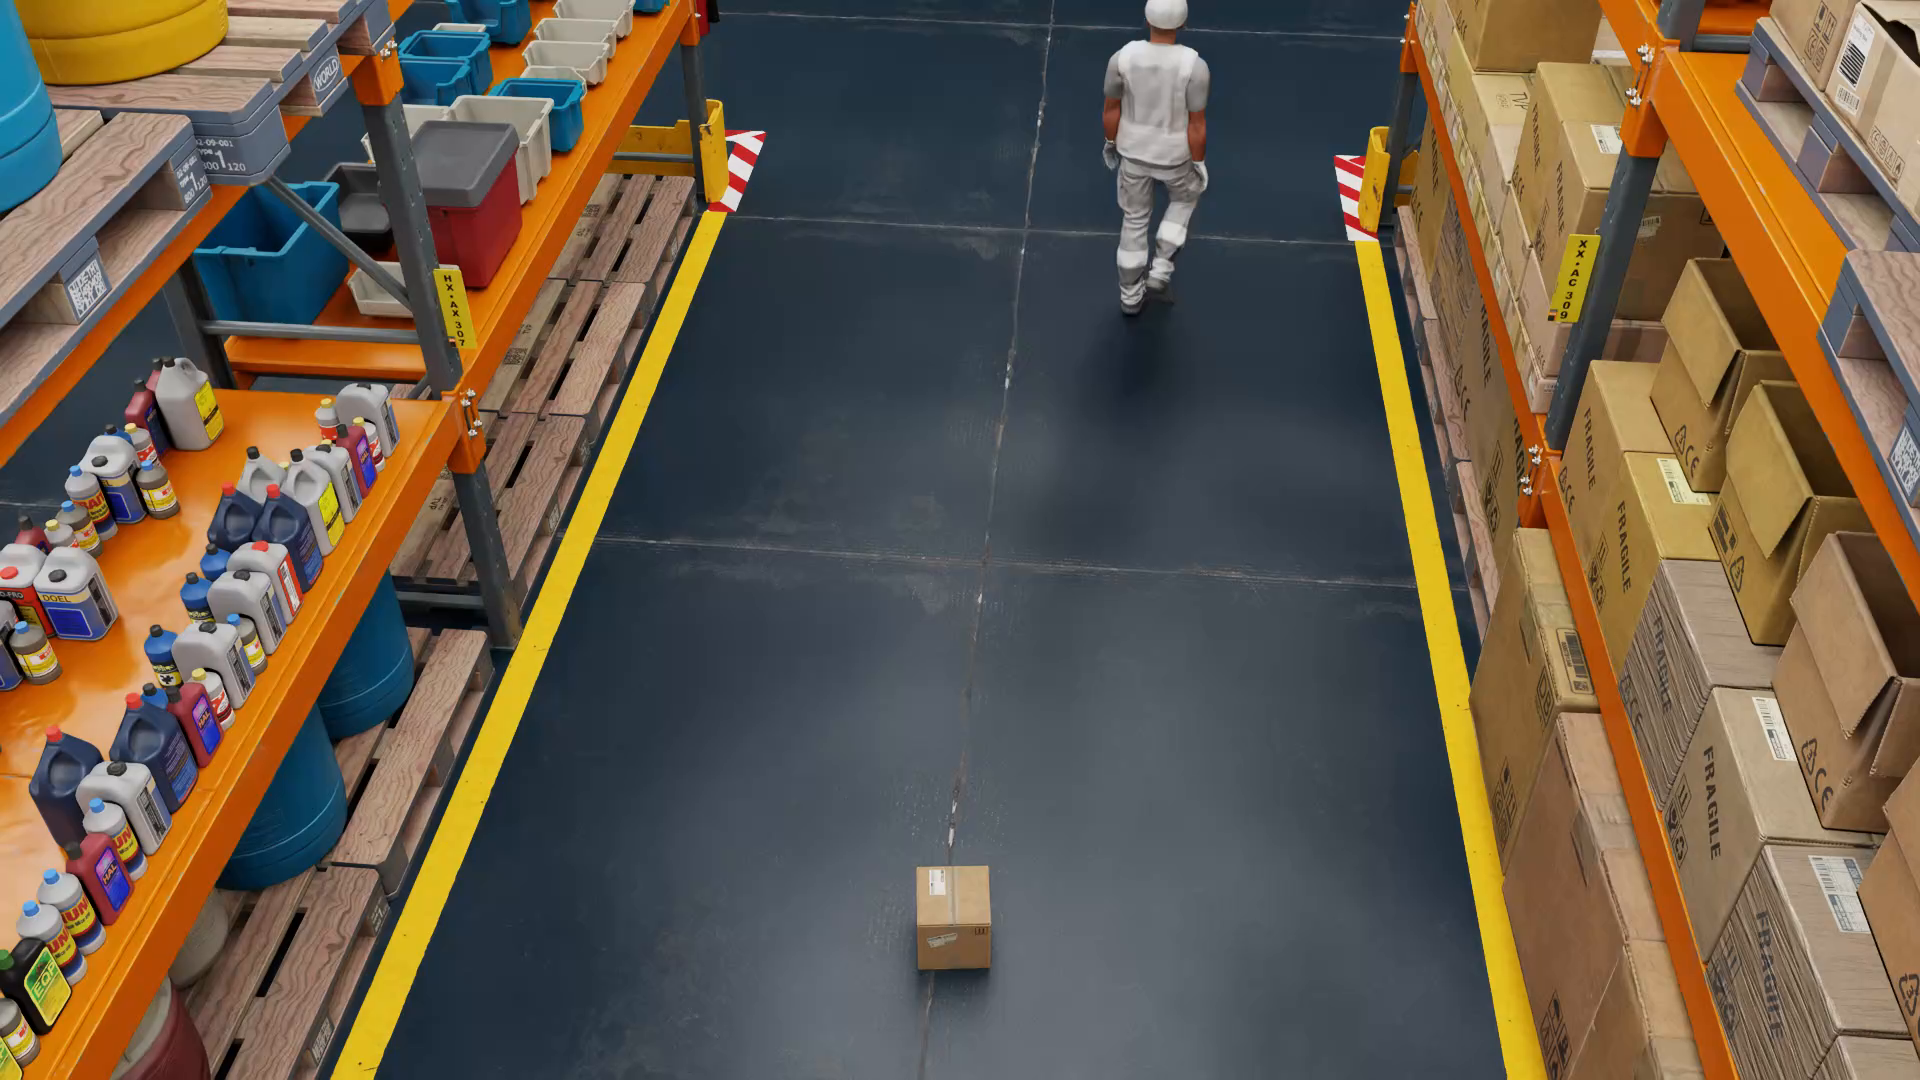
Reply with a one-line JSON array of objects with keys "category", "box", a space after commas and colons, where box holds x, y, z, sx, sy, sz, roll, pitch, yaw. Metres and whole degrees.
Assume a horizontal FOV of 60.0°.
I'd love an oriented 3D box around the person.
[{"category": "person", "box": [1.016, -1.995, 8.505, 0.578, 1.788, 0.467, 12, 41, 14]}]
